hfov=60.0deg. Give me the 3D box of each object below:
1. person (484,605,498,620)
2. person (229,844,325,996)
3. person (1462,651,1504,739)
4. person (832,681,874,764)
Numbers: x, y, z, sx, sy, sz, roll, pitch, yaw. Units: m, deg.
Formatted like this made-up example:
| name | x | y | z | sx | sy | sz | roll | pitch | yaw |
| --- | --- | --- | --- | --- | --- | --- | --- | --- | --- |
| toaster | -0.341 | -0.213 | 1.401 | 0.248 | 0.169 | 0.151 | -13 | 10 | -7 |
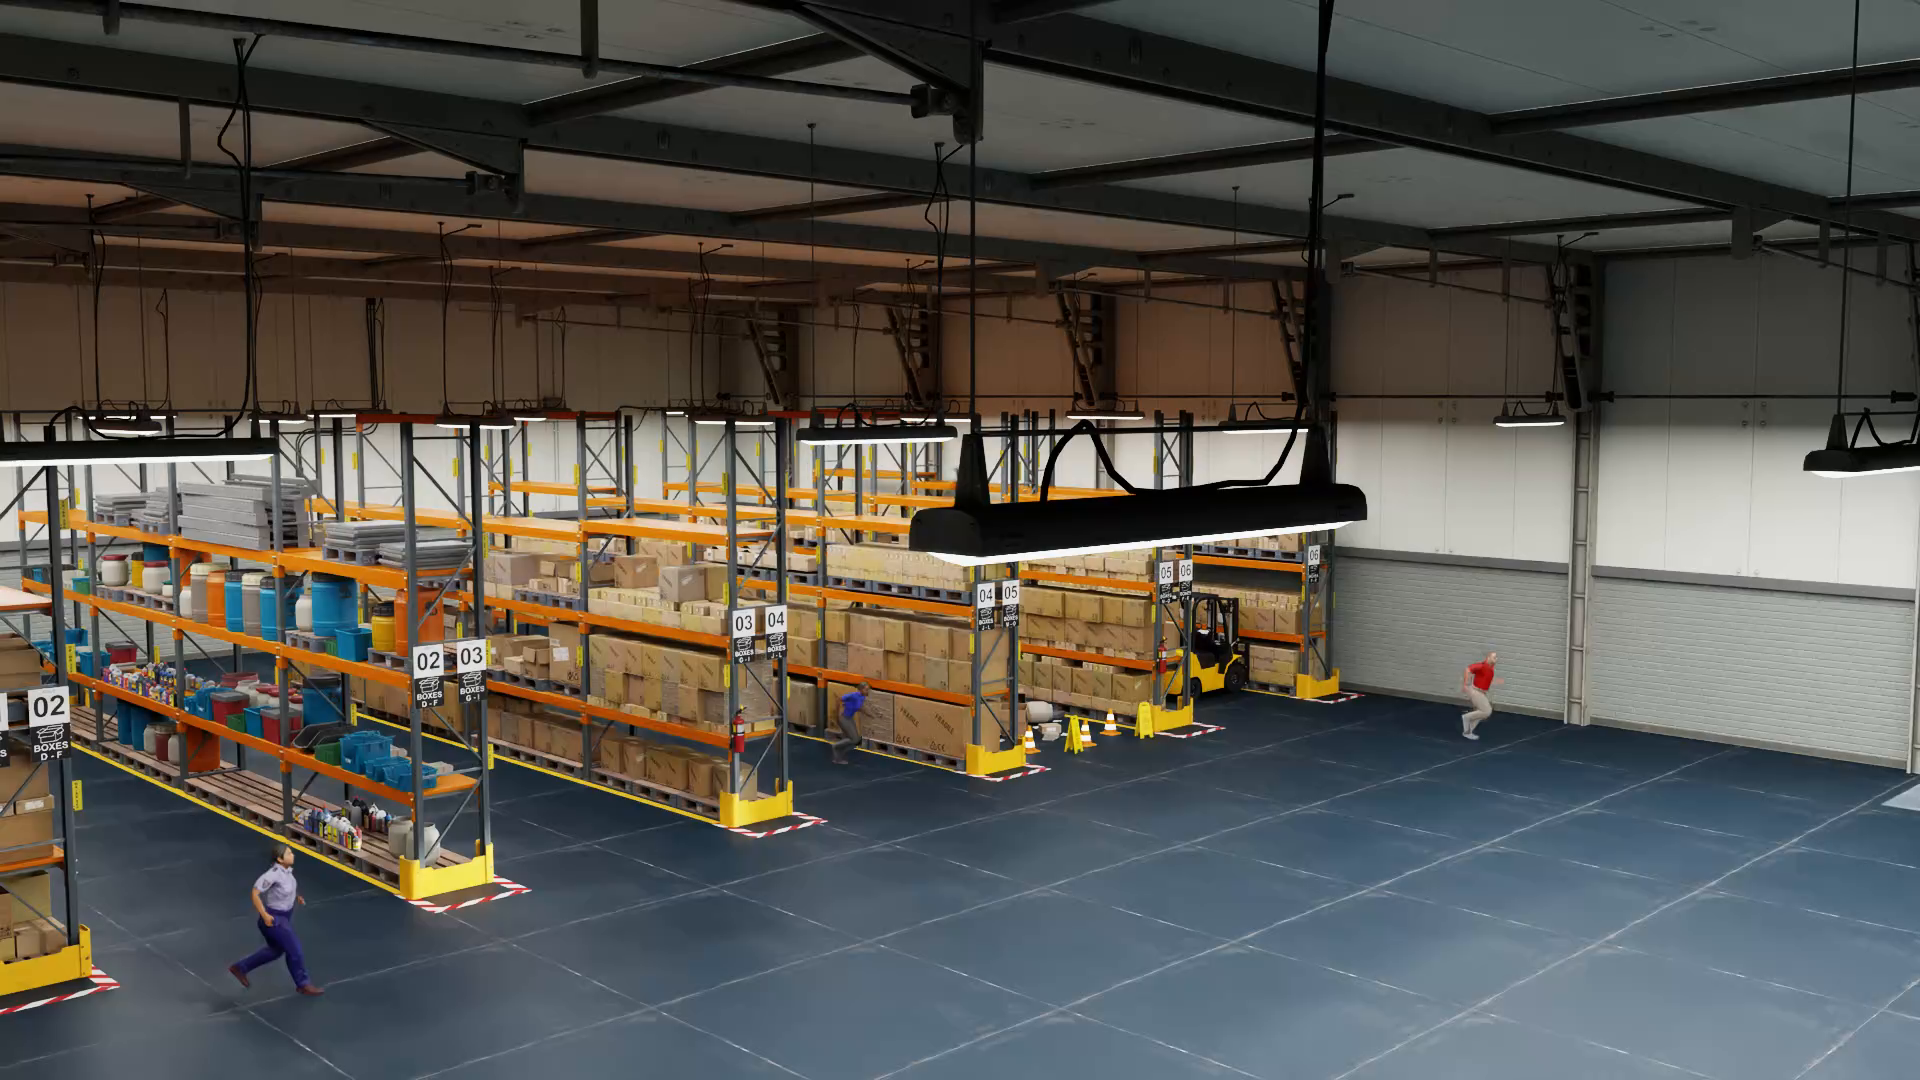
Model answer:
| name | x | y | z | sx | sy | sz | roll | pitch | yaw |
| --- | --- | --- | --- | --- | --- | --- | --- | --- | --- |
| person | -11.373 | 2.011 | 40.109 | 0.630 | 1.782 | 0.703 | 3 | 6 | 31 |
| person | -7.208 | 4.007 | 17.469 | 0.962 | 1.649 | 0.629 | -1 | 5 | -10 |
| person | 9.633 | 2.857 | 30.621 | 0.740 | 1.650 | 0.649 | 4 | 6 | 36 |
| person | -1.862 | 3.137 | 28.402 | 0.785 | 1.481 | 0.596 | 2 | 5 | 23 |
